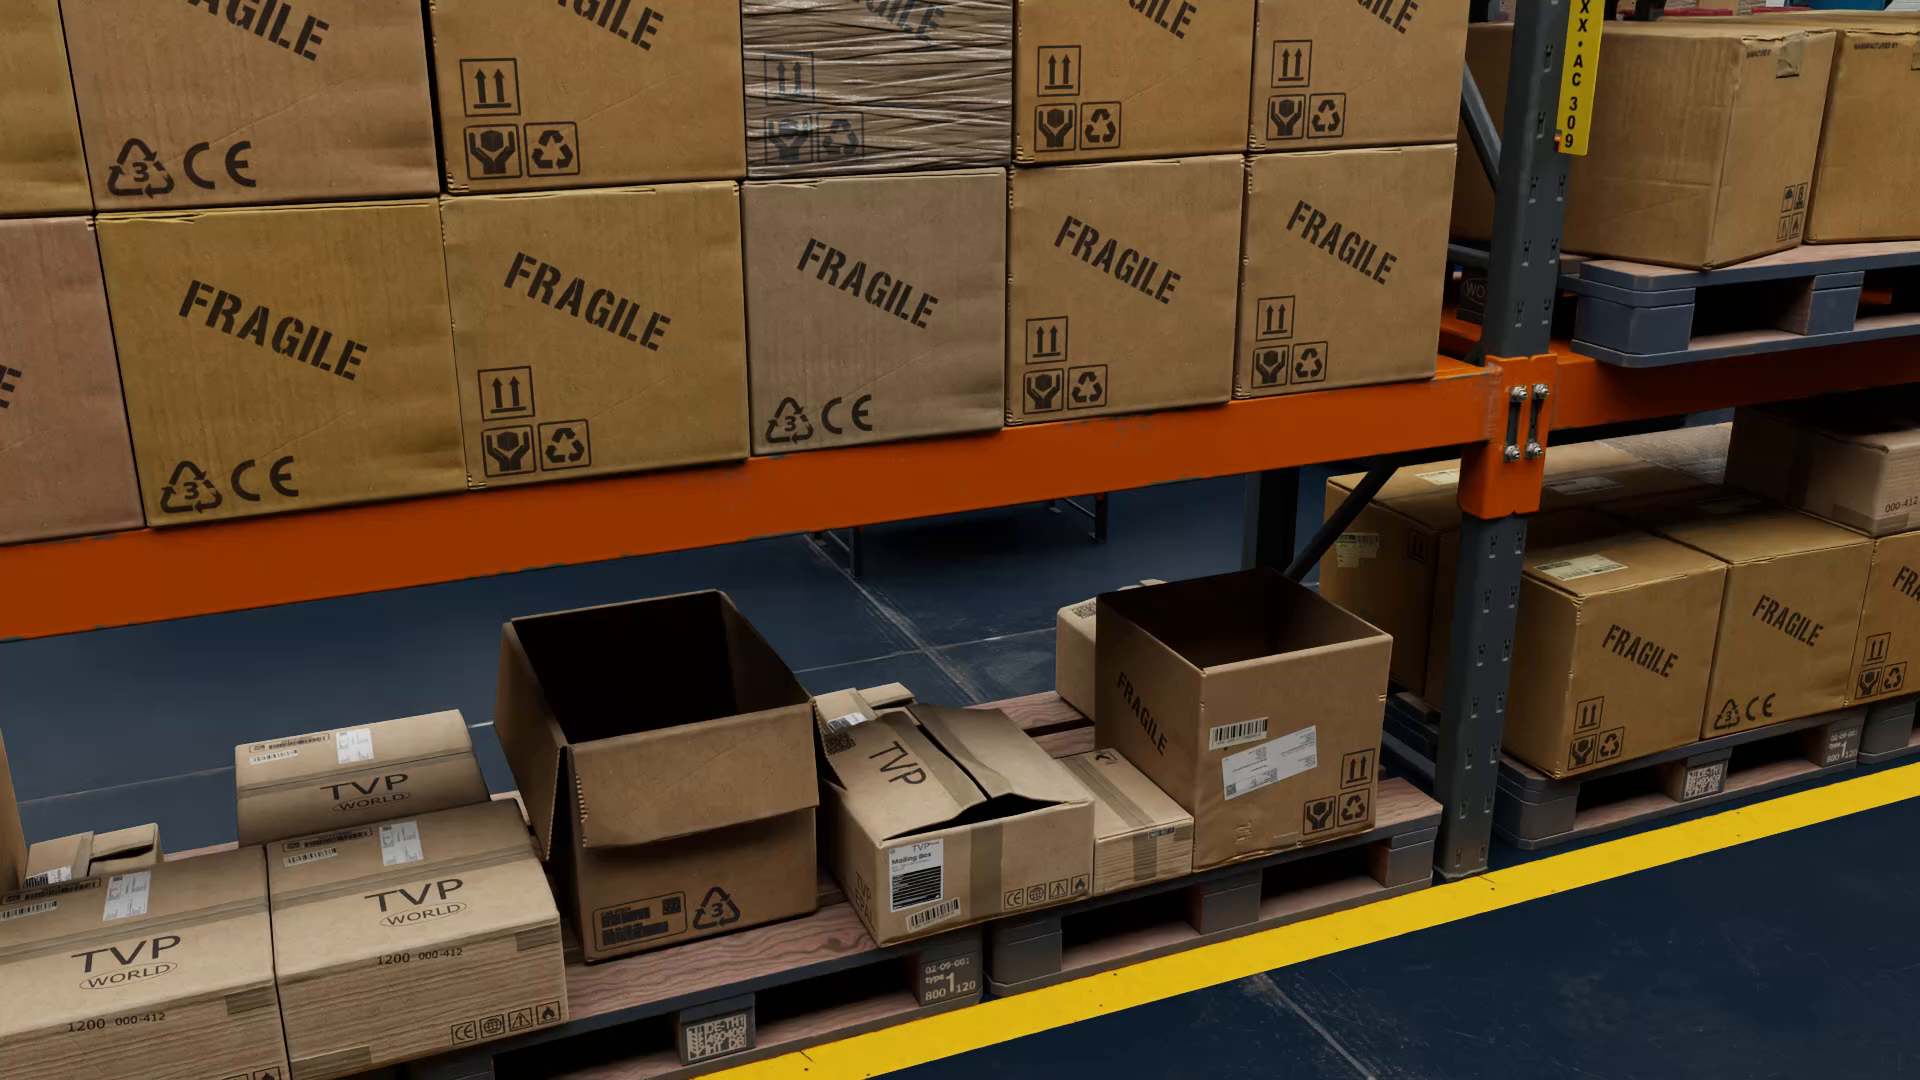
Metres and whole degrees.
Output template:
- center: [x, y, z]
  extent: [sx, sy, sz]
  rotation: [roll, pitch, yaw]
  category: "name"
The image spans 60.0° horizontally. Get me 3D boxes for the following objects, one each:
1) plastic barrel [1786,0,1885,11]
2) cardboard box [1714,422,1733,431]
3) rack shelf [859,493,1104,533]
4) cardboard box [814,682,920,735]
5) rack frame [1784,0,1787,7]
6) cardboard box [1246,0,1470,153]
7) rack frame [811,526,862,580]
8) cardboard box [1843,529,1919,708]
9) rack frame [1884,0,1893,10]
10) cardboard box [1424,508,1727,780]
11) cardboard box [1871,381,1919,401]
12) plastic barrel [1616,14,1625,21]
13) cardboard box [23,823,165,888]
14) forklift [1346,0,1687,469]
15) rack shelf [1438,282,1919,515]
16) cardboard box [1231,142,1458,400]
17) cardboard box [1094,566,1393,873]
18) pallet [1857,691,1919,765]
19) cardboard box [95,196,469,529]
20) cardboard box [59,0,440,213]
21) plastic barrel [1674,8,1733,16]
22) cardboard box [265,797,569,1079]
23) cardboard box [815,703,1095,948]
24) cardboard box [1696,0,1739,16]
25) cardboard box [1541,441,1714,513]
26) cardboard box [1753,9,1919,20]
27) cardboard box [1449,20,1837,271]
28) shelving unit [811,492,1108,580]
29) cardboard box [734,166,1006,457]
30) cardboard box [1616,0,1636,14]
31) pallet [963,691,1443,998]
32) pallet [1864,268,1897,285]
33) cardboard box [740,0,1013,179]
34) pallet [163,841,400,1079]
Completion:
- center: [5.975, -3.568, 11.383]
  extent: [0.708, 0.901, 0.600]
  rotation: [-8, 21, -22]
  category: "plastic barrel"
- center: [2.786, -0.103, 5.399]
  extent: [0.500, 0.500, 0.500]
  rotation: [-9, 21, -24]
  category: "cardboard box"
- center: [-0.006, -0.299, 6.414]
  extent: [1.000, 0.278, 0.538]
  rotation: [-8, 21, -22]
  category: "rack shelf"
- center: [-0.198, 0.509, 4.164]
  extent: [0.250, 0.166, 0.380]
  rotation: [-8, 21, -22]
  category: "cardboard box"
- center: [8.161, -5.326, 17.132]
  extent: [0.127, 3.000, 1.000]
  rotation: [-8, 21, -22]
  category: "rack frame"
- center: [0.701, -1.099, 3.472]
  extent: [0.500, 0.500, 0.500]
  rotation: [-8, 21, -22]
  category: "cardboard box"
- center: [-0.473, -0.463, 6.143]
  extent: [0.032, 1.125, 0.500]
  rotation: [-8, 21, -22]
  category: "rack frame"
- center: [2.551, 0.119, 4.769]
  extent: [0.500, 0.500, 0.500]
  rotation: [-8, 21, -21]
  category: "cardboard box"
- center: [6.450, -3.290, 11.348]
  extent: [0.127, 3.000, 1.000]
  rotation: [-8, 21, -22]
  category: "rack frame"
- center: [1.604, 0.256, 4.379]
  extent: [0.500, 0.500, 0.500]
  rotation: [-9, 21, -24]
  category: "cardboard box"
- center: [2.982, -0.295, 4.816]
  extent: [0.500, 0.250, 0.500]
  rotation: [-9, 21, -23]
  category: "cardboard box"
- center: [4.024, -3.072, 10.562]
  extent: [0.421, 0.512, 0.421]
  rotation: [0, 19, 0]
  category: "plastic barrel"
- center: [-1.801, 0.757, 3.461]
  extent: [0.250, 0.166, 0.380]
  rotation: [-8, 21, -22]
  category: "cardboard box"
- center: [2.873, -1.985, 7.746]
  extent: [3.031, 2.935, 1.130]
  rotation: [-12, 23, -30]
  category: "forklift"
- center: [2.899, -0.650, 4.934]
  extent: [4.000, 0.370, 1.077]
  rotation: [-8, 21, -22]
  category: "rack shelf"
- center: [0.706, -0.629, 3.642]
  extent: [0.500, 0.500, 0.500]
  rotation: [-8, 21, -21]
  category: "cardboard box"
- center: [0.652, 0.407, 3.951]
  extent: [0.500, 0.500, 0.500]
  rotation: [-8, 21, -22]
  category: "cardboard box"
- center: [2.917, 0.309, 5.327]
  extent: [1.213, 0.211, 1.003]
  rotation: [-8, 21, -22]
  category: "pallet"
- center: [-1.164, -0.360, 2.876]
  extent: [0.500, 0.500, 0.500]
  rotation: [-8, 21, -22]
  category: "cardboard box"
- center: [-1.160, -0.832, 2.712]
  extent: [0.500, 0.500, 0.500]
  rotation: [-8, 21, -21]
  category: "cardboard box"
- center: [4.811, -3.198, 10.884]
  extent: [0.433, 0.535, 0.433]
  rotation: [0, 19, 0]
  category: "plastic barrel"
- center: [-1.080, 0.773, 3.288]
  extent: [0.500, 0.250, 0.500]
  rotation: [-8, 21, -22]
  category: "cardboard box"
- center: [-0.036, 0.595, 3.702]
  extent: [0.500, 0.311, 0.500]
  rotation: [-8, 21, -22]
  category: "cardboard box"
- center: [7.233, -5.347, 16.594]
  extent: [0.500, 0.500, 0.875]
  rotation: [-8, 21, -22]
  category: "cardboard box"
- center: [1.860, 0.031, 5.020]
  extent: [0.500, 0.500, 0.500]
  rotation: [-8, 21, -22]
  category: "cardboard box"
- center: [2.661, -1.223, 4.695]
  extent: [0.500, 0.500, 0.700]
  rotation: [-15, 24, -36]
  category: "cardboard box"
- center: [1.587, -0.965, 3.965]
  extent: [0.500, 0.500, 0.700]
  rotation: [-17, 26, -40]
  category: "cardboard box"
- center: [-0.006, -0.530, 6.333]
  extent: [1.048, 1.125, 0.538]
  rotation: [-8, 21, -22]
  category: "shelving unit"
- center: [-0.238, -0.493, 3.254]
  extent: [0.500, 0.500, 0.500]
  rotation: [-8, 21, -21]
  category: "cardboard box"
- center: [6.294, -5.232, 16.268]
  extent: [0.500, 0.500, 0.875]
  rotation: [-8, 21, -22]
  category: "cardboard box"
- center: [0.432, 0.679, 4.275]
  extent: [1.213, 0.211, 1.003]
  rotation: [-8, 21, -22]
  category: "pallet"
- center: [2.952, -0.905, 4.863]
  extent: [1.213, 0.211, 1.003]
  rotation: [-8, 21, -22]
  category: "pallet"
- center: [-0.231, -0.965, 3.090]
  extent: [0.500, 0.500, 0.500]
  rotation: [-8, 21, -21]
  category: "cardboard box"
- center: [-1.808, 1.000, 3.363]
  extent: [1.213, 0.211, 1.003]
  rotation: [-8, 21, -22]
  category: "pallet"
